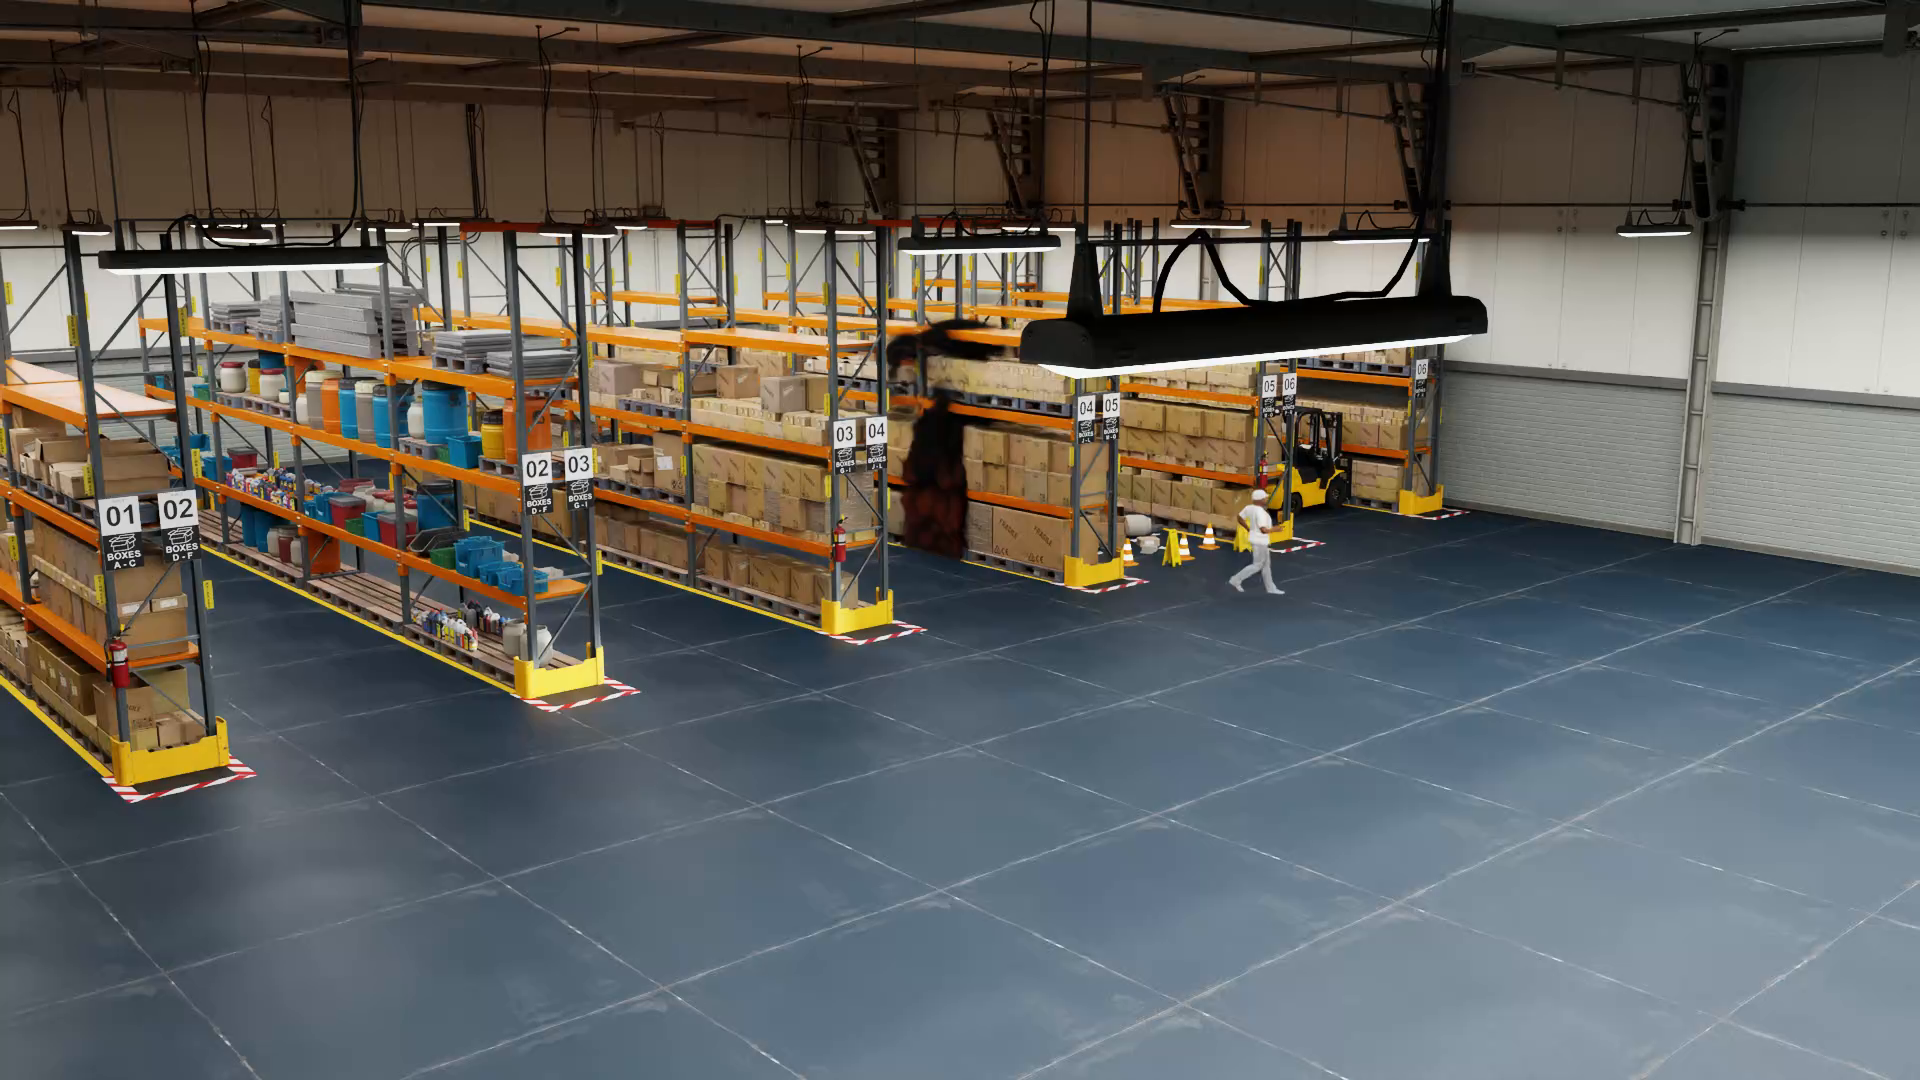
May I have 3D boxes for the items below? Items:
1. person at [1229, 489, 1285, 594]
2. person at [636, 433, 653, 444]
[{"bbox_3d":[4.862,0.049,27.066,0.972,1.765,0.699,-1,11,-7],"label":"person"},{"bbox_3d":[-7.806,-2.784,41.408,0.739,1.775,0.735,3,12,17],"label":"person"}]
